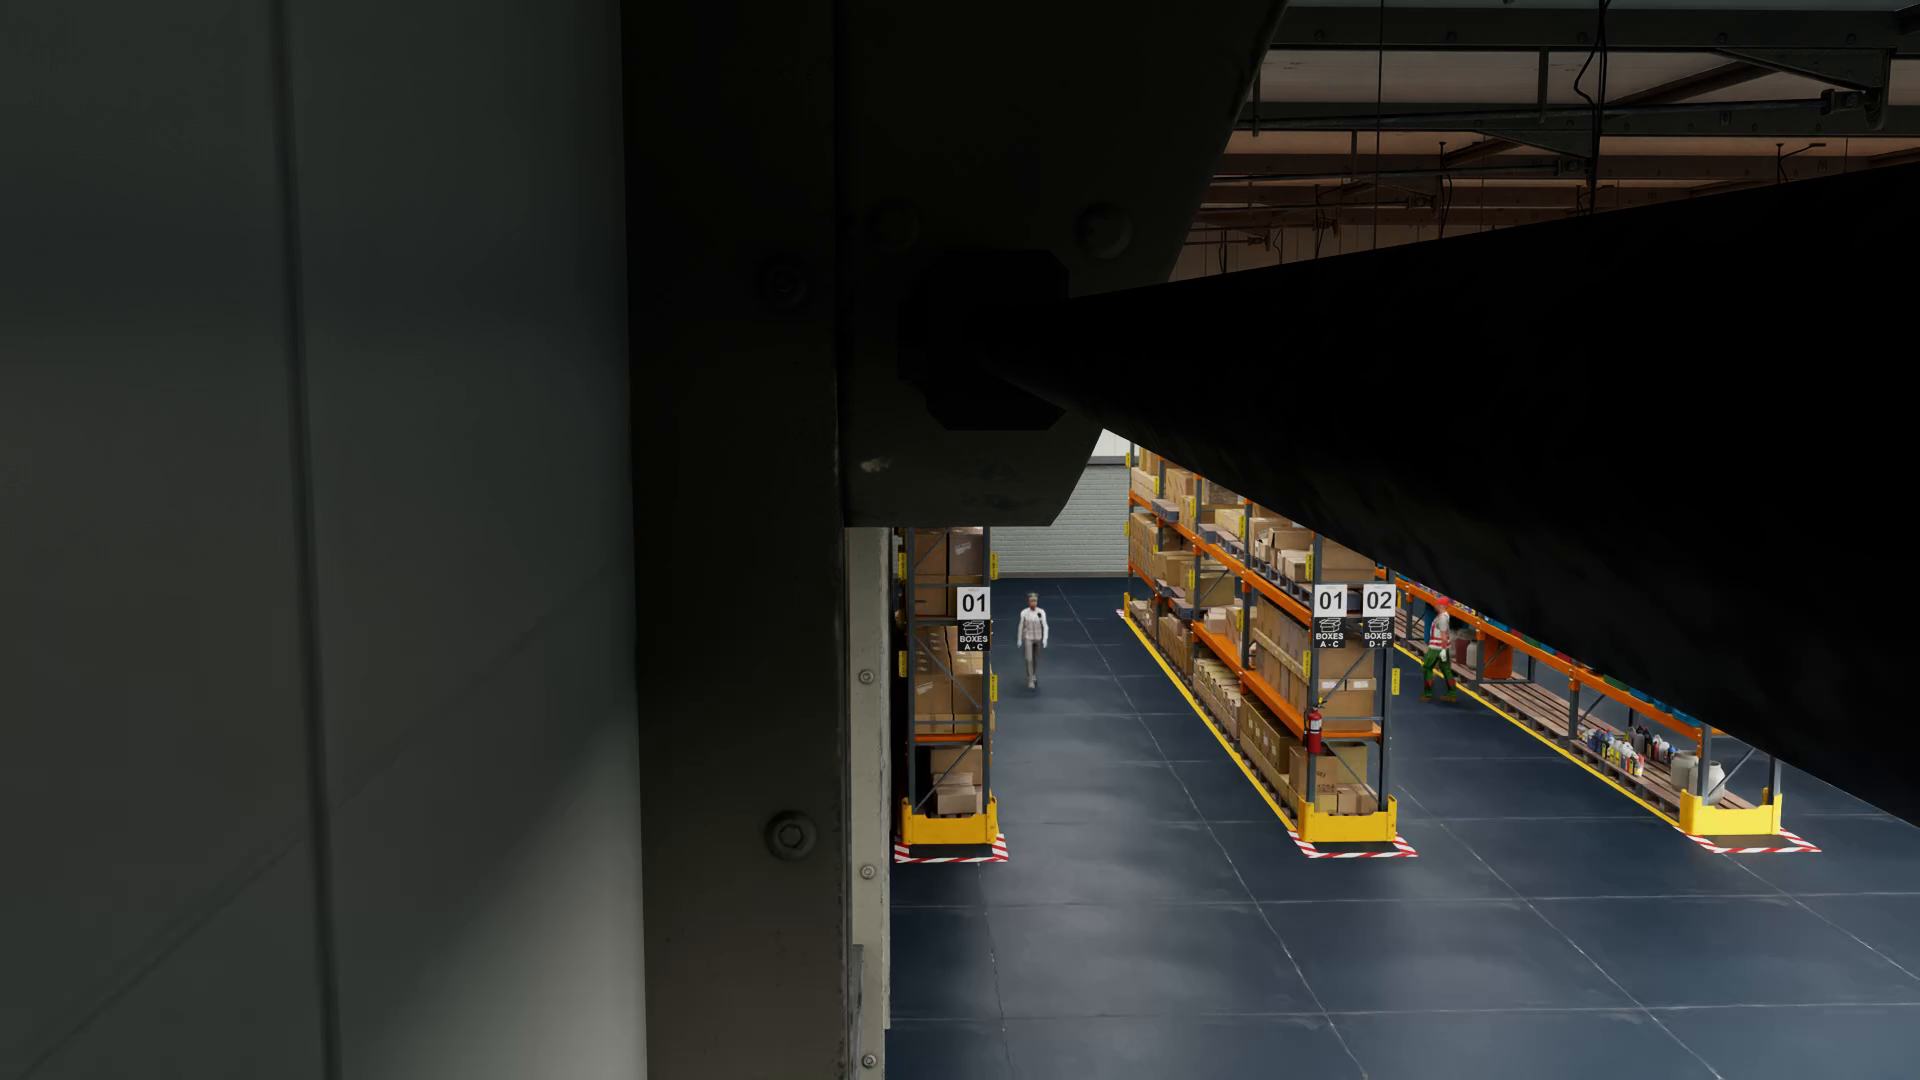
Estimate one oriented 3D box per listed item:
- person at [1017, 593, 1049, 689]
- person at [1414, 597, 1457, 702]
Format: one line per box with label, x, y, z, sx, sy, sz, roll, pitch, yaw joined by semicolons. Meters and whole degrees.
person;1.315;1.745;29.310;0.504;1.624;1.015;-2;7;-12
person;8.135;1.871;28.160;0.615;1.821;0.588;7;10;44
